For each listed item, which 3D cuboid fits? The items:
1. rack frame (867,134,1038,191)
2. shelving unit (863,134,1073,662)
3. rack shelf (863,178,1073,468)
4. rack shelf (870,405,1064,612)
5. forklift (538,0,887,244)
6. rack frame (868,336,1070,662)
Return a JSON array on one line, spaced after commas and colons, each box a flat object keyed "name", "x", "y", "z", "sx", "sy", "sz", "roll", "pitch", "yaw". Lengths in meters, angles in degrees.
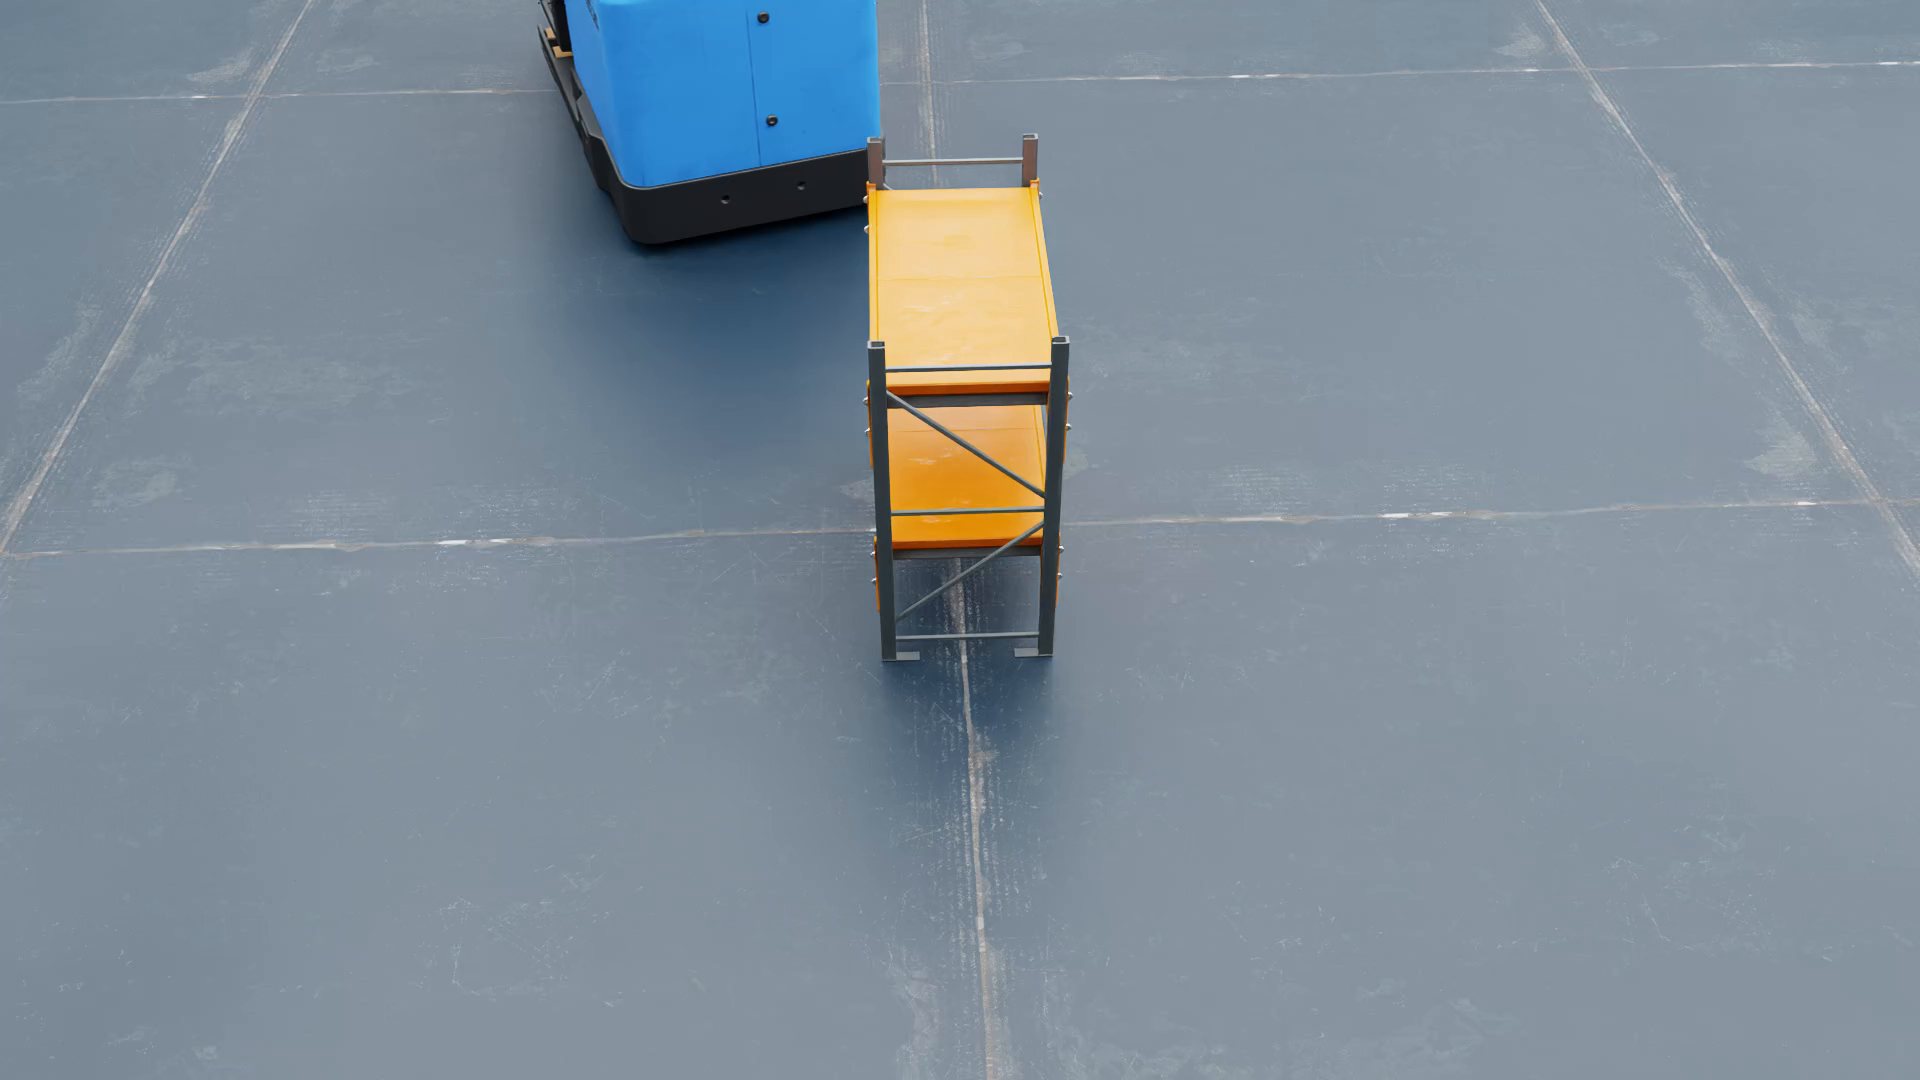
[{"name": "rack frame", "x": -0.022, "y": -0.762, "z": 5.249, "sx": 0.500, "sy": 1.125, "sz": 0.032, "roll": -2, "pitch": 43, "yaw": -2}, {"name": "shelving unit", "x": 0.000, "y": -0.419, "z": 4.875, "sx": 0.538, "sy": 1.125, "sz": 1.048, "roll": -2, "pitch": 43, "yaw": -2}, {"name": "rack shelf", "x": 0.000, "y": -0.635, "z": 4.677, "sx": 0.538, "sy": 0.278, "sz": 1.000, "roll": -2, "pitch": 43, "yaw": -2}, {"name": "rack shelf", "x": 0.000, "y": -0.239, "z": 5.040, "sx": 0.538, "sy": 0.278, "sz": 1.000, "roll": -2, "pitch": 43, "yaw": -2}, {"name": "forklift", "x": -1.282, "y": -3.224, "z": 6.599, "sx": 1.130, "sy": 2.935, "sz": 3.031, "roll": -14, "pitch": 44, "yaw": -15}, {"name": "rack frame", "x": 0.021, "y": -0.076, "z": 4.500, "sx": 0.500, "sy": 1.125, "sz": 0.032, "roll": -2, "pitch": 43, "yaw": -2}]
